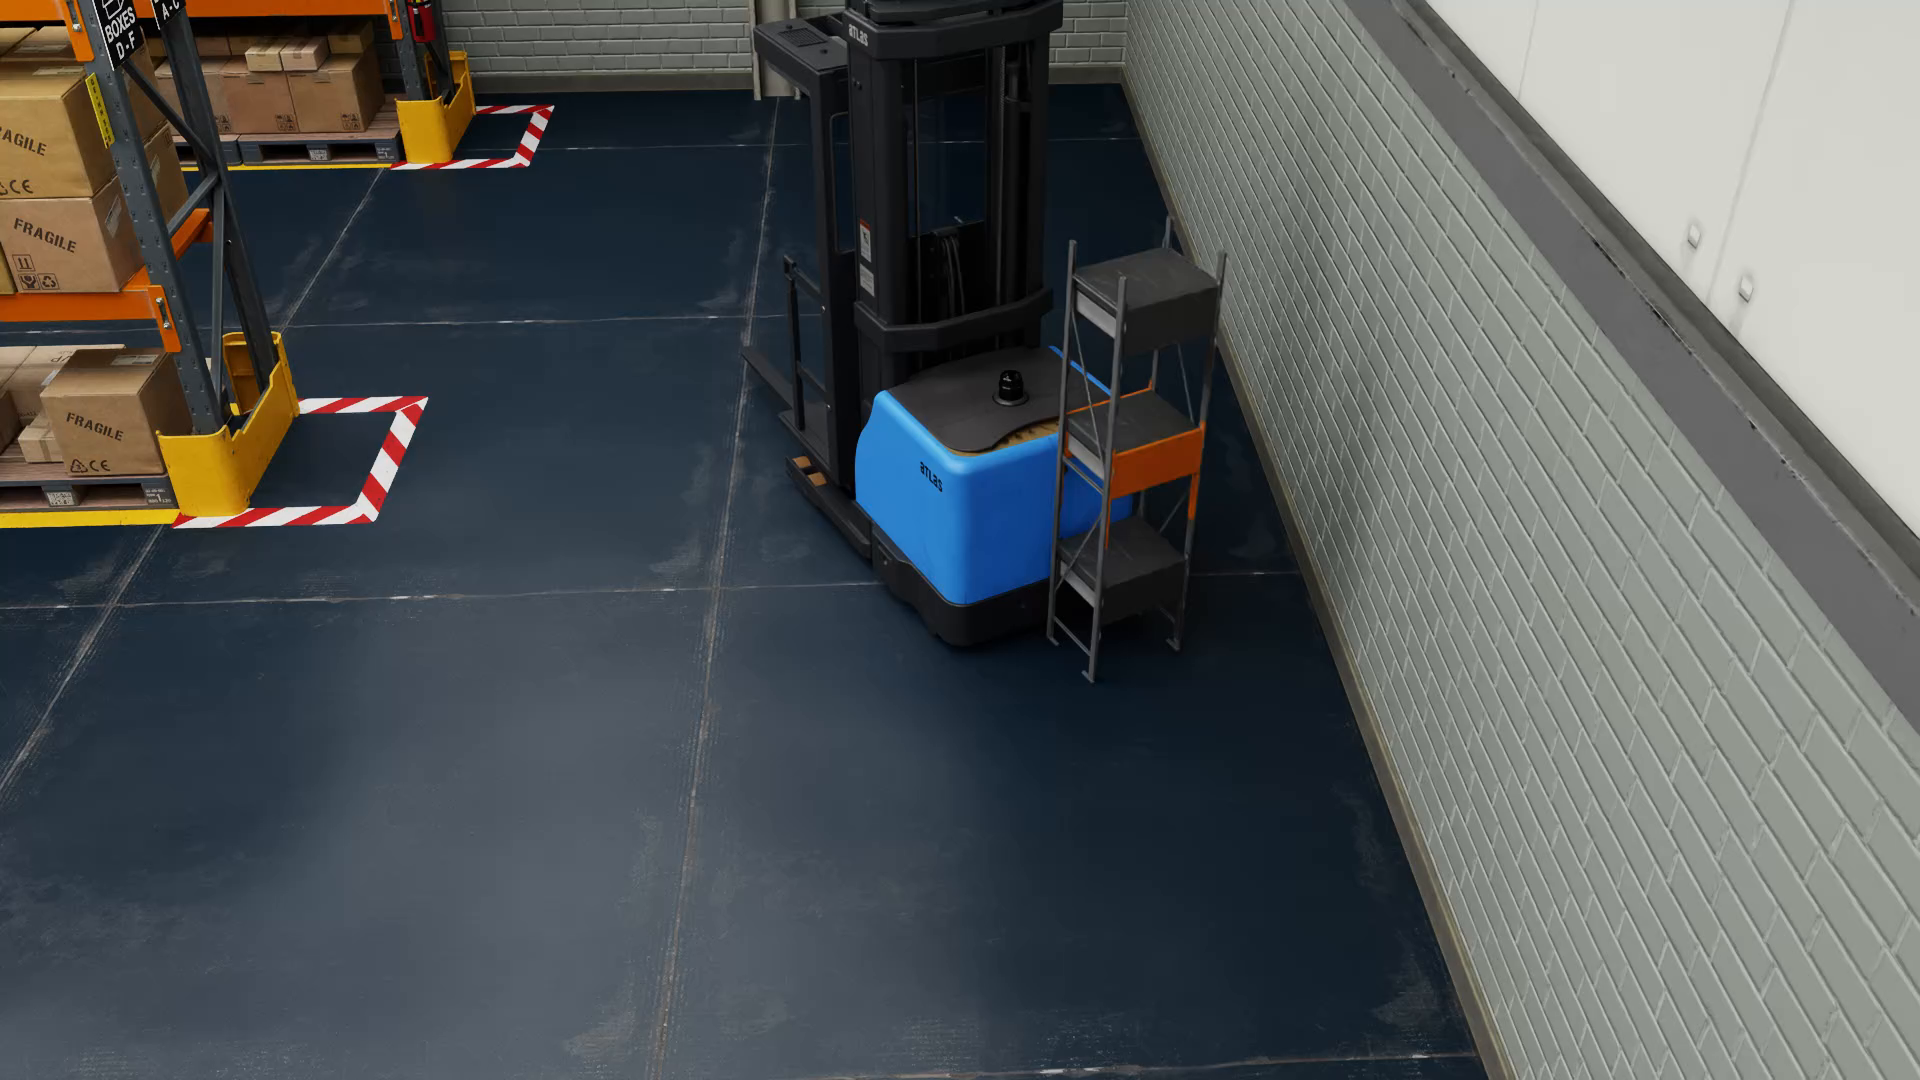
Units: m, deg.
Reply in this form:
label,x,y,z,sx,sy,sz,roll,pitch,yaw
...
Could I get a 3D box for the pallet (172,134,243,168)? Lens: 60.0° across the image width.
label,x,y,z,sx,sy,sz,roll,pitch,yaw
pallet,-6.227,-3.265,13.282,1.213,0.211,1.003,-2,35,-2

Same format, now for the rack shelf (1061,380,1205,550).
label,x,y,z,sx,sy,sz,roll,pitch,yaw
rack shelf,0.751,-0.338,7.406,0.480,0.518,0.431,-18,40,-24

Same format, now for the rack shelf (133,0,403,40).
label,x,y,z,sx,sy,sz,roll,pitch,yaw
rack shelf,-6.214,-4.159,12.756,4.000,0.370,1.077,-2,35,-2

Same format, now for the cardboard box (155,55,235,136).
label,x,y,z,sx,sy,sz,roll,pitch,yaw
cardboard box,-5.913,-3.550,13.072,0.500,0.500,0.700,-3,35,-4

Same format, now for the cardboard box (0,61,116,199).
label,x,y,z,sx,sy,sz,roll,pitch,yaw
cardboard box,-4.409,-1.977,8.004,0.500,0.500,0.500,-2,35,-3

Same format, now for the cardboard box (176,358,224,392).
label,x,y,z,sx,sy,sz,roll,pitch,yaw
cardboard box,-4.412,-0.886,9.512,0.250,0.149,0.380,-2,35,-2

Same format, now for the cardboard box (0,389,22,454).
label,x,y,z,sx,sy,sz,roll,pitch,yaw
cardboard box,-5.460,-0.580,8.982,0.500,0.250,0.500,-2,35,-2

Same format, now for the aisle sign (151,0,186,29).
label,x,y,z,sx,sy,sz,roll,pitch,yaw
aisle sign,-3.924,-2.931,8.064,0.004,0.787,0.394,-2,35,-2

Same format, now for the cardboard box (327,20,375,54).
label,x,y,z,sx,sy,sz,roll,pitch,yaw
cardboard box,-4.795,-3.962,13.096,0.250,0.149,0.380,-1,35,-2

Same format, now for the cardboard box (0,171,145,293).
label,x,y,z,sx,sy,sz,roll,pitch,yaw
cardboard box,-4.412,-1.567,8.291,0.500,0.500,0.500,-1,35,-1

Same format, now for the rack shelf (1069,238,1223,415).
label,x,y,z,sx,sy,sz,roll,pitch,yaw
rack shelf,0.761,-0.904,6.994,0.480,0.518,0.431,-18,40,-24

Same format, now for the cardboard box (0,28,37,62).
label,x,y,z,sx,sy,sz,roll,pitch,yaw
cardboard box,-4.955,-2.265,8.420,0.500,0.500,0.500,-1,35,-2

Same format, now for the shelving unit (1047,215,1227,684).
label,x,y,z,sx,sy,sz,roll,pitch,yaw
shelving unit,0.751,-0.349,7.398,0.503,2.100,0.431,-18,40,-24

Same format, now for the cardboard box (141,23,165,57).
label,x,y,z,sx,sy,sz,roll,pitch,yaw
cardboard box,-6.314,-3.920,13.036,0.250,0.149,0.380,-2,35,-3

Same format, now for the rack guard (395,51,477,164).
label,x,y,z,sx,sy,sz,roll,pitch,yaw
rack guard,-4.192,-3.481,13.341,0.348,0.500,1.175,-2,35,-2

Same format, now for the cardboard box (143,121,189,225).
label,x,y,z,sx,sy,sz,roll,pitch,yaw
cardboard box,-4.433,-1.872,8.731,0.500,0.500,0.500,-1,35,-1

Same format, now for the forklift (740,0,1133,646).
label,x,y,z,sx,sy,sz,roll,pitch,yaw
forklift,-0.302,-1.517,8.366,1.130,2.935,3.031,-17,38,-23

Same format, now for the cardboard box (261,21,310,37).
label,x,y,z,sx,sy,sz,roll,pitch,yaw
cardboard box,-5.301,-3.947,13.076,0.250,0.149,0.380,-1,35,-2

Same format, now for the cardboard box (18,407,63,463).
label,x,y,z,sx,sy,sz,roll,pitch,yaw
cardboard box,-4.918,-0.594,9.076,0.250,0.166,0.380,-2,35,-2

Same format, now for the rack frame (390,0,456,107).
label,x,y,z,sx,sy,sz,roll,pitch,yaw
rack frame,-4.216,-4.509,12.629,0.127,3.000,1.000,-2,35,-2

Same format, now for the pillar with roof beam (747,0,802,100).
label,x,y,z,sx,sy,sz,roll,pitch,yaw
pillar with roof beam,-1.356,-5.093,8.201,0.400,9.000,9.100,-2,35,-2

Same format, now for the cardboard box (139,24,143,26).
label,x,y,z,sx,sy,sz,roll,pitch,yaw
cardboard box,-6.572,-3.912,13.025,0.250,0.149,0.380,-1,35,-2

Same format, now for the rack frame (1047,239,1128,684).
label,x,y,z,sx,sy,sz,roll,pitch,yaw
rack frame,0.540,-0.280,7.299,0.015,2.100,0.400,-18,40,-24

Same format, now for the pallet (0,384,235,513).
label,x,y,z,sx,sy,sz,roll,pitch,yaw
pallet,-4.850,-0.522,9.319,1.213,0.211,1.003,-2,35,-2

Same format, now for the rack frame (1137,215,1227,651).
label,x,y,z,sx,sy,sz,roll,pitch,yaw
rack frame,0.963,-0.419,7.498,0.015,2.100,0.400,-18,40,-24

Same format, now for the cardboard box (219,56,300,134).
label,x,y,z,sx,sy,sz,roll,pitch,yaw
cardboard box,-5.410,-3.564,13.092,0.500,0.500,0.700,-2,35,-2

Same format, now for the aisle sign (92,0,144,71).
label,x,y,z,sx,sy,sz,roll,pitch,yaw
aisle sign,-3.895,-2.590,7.572,0.004,0.787,0.394,-2,35,-2

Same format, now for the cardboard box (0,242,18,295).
label,x,y,z,sx,sy,sz,roll,pitch,yaw
cardboard box,-4.930,-1.551,8.268,0.500,0.500,0.500,-1,35,-2

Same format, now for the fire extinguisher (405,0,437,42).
label,x,y,z,sx,sy,sz,roll,pitch,yaw
fire extinguisher,-4.044,-4.065,12.384,0.183,0.674,0.296,-2,35,-2

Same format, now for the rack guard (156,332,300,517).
label,x,y,z,sx,sy,sz,roll,pitch,yaw
rack guard,-4.054,-0.663,9.269,0.348,0.500,1.175,-2,35,-2

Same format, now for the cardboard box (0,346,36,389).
label,x,y,z,sx,sy,sz,roll,pitch,yaw
cardboard box,-5.533,-0.863,9.391,0.500,0.250,0.500,-2,35,-2

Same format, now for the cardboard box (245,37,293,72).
label,x,y,z,sx,sy,sz,roll,pitch,yaw
cardboard box,-5.285,-3.730,12.762,0.250,0.149,0.380,-1,35,-1

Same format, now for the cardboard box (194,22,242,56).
label,x,y,z,sx,sy,sz,roll,pitch,yaw
cardboard box,-5.805,-3.934,13.056,0.250,0.149,0.380,-1,35,-2

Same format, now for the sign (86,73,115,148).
label,x,y,z,sx,sy,sz,roll,pitch,yaw
sign,-3.972,-1.983,7.684,0.005,0.325,0.100,-2,35,-2

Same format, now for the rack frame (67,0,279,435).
label,x,y,z,sx,sy,sz,roll,pitch,yaw
rack frame,-3.978,-1.693,8.560,0.127,3.000,1.000,-2,35,-2

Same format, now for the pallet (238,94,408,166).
label,x,y,z,sx,sy,sz,roll,pitch,yaw
pallet,-5.011,-3.296,13.327,1.213,0.211,1.003,-2,35,-2

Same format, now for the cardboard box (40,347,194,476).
label,x,y,z,sx,sy,sz,roll,pitch,yaw
cardboard box,-4.509,-0.691,8.923,0.500,0.500,0.500,-2,35,-2

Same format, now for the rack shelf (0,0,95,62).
label,x,y,z,sx,sy,sz,roll,pitch,yaw
rack shelf,-5.976,-2.577,7.834,4.000,0.370,1.077,-2,35,-2

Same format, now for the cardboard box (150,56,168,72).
label,x,y,z,sx,sy,sz,roll,pitch,yaw
cardboard box,-6.445,-3.532,13.045,0.500,0.500,0.700,-1,35,-1

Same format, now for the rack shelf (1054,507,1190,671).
label,x,y,z,sx,sy,sz,roll,pitch,yaw
rack shelf,0.742,0.227,7.819,0.480,0.518,0.431,-18,40,-24

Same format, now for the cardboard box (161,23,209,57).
label,x,y,z,sx,sy,sz,roll,pitch,yaw
cardboard box,-6.061,-3.926,13.045,0.250,0.149,0.380,-1,35,-2

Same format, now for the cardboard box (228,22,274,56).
label,x,y,z,sx,sy,sz,roll,pitch,yaw
cardboard box,-5.551,-3.941,13.066,0.250,0.149,0.380,-1,35,-2

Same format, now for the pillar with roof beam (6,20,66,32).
label,x,y,z,sx,sy,sz,roll,pitch,yaw
pillar with roof beam,-7.349,-4.931,7.968,0.400,9.000,9.100,-2,35,-2

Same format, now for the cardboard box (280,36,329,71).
label,x,y,z,sx,sy,sz,roll,pitch,yaw
cardboard box,-5.030,-3.737,12.772,0.250,0.149,0.380,-2,35,-3

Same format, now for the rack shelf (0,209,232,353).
label,x,y,z,sx,sy,sz,roll,pitch,yaw
rack shelf,-5.976,-1.343,8.687,4.000,0.370,1.077,-2,35,-2

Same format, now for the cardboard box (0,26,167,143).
label,x,y,z,sx,sy,sz,roll,pitch,yaw
cardboard box,-4.433,-2.283,8.447,0.500,0.500,0.500,-1,35,-1

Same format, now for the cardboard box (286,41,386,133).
label,x,y,z,sx,sy,sz,roll,pitch,yaw
cardboard box,-4.910,-3.578,13.111,0.500,0.500,0.700,-2,35,-2

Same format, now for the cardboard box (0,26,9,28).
label,x,y,z,sx,sy,sz,roll,pitch,yaw
cardboard box,-7.614,-3.883,12.983,0.250,0.149,0.380,-2,35,-3

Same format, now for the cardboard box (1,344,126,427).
label,x,y,z,sx,sy,sz,roll,pitch,yaw
cardboard box,-5.034,-0.876,9.410,0.500,0.250,0.500,-2,35,-2
